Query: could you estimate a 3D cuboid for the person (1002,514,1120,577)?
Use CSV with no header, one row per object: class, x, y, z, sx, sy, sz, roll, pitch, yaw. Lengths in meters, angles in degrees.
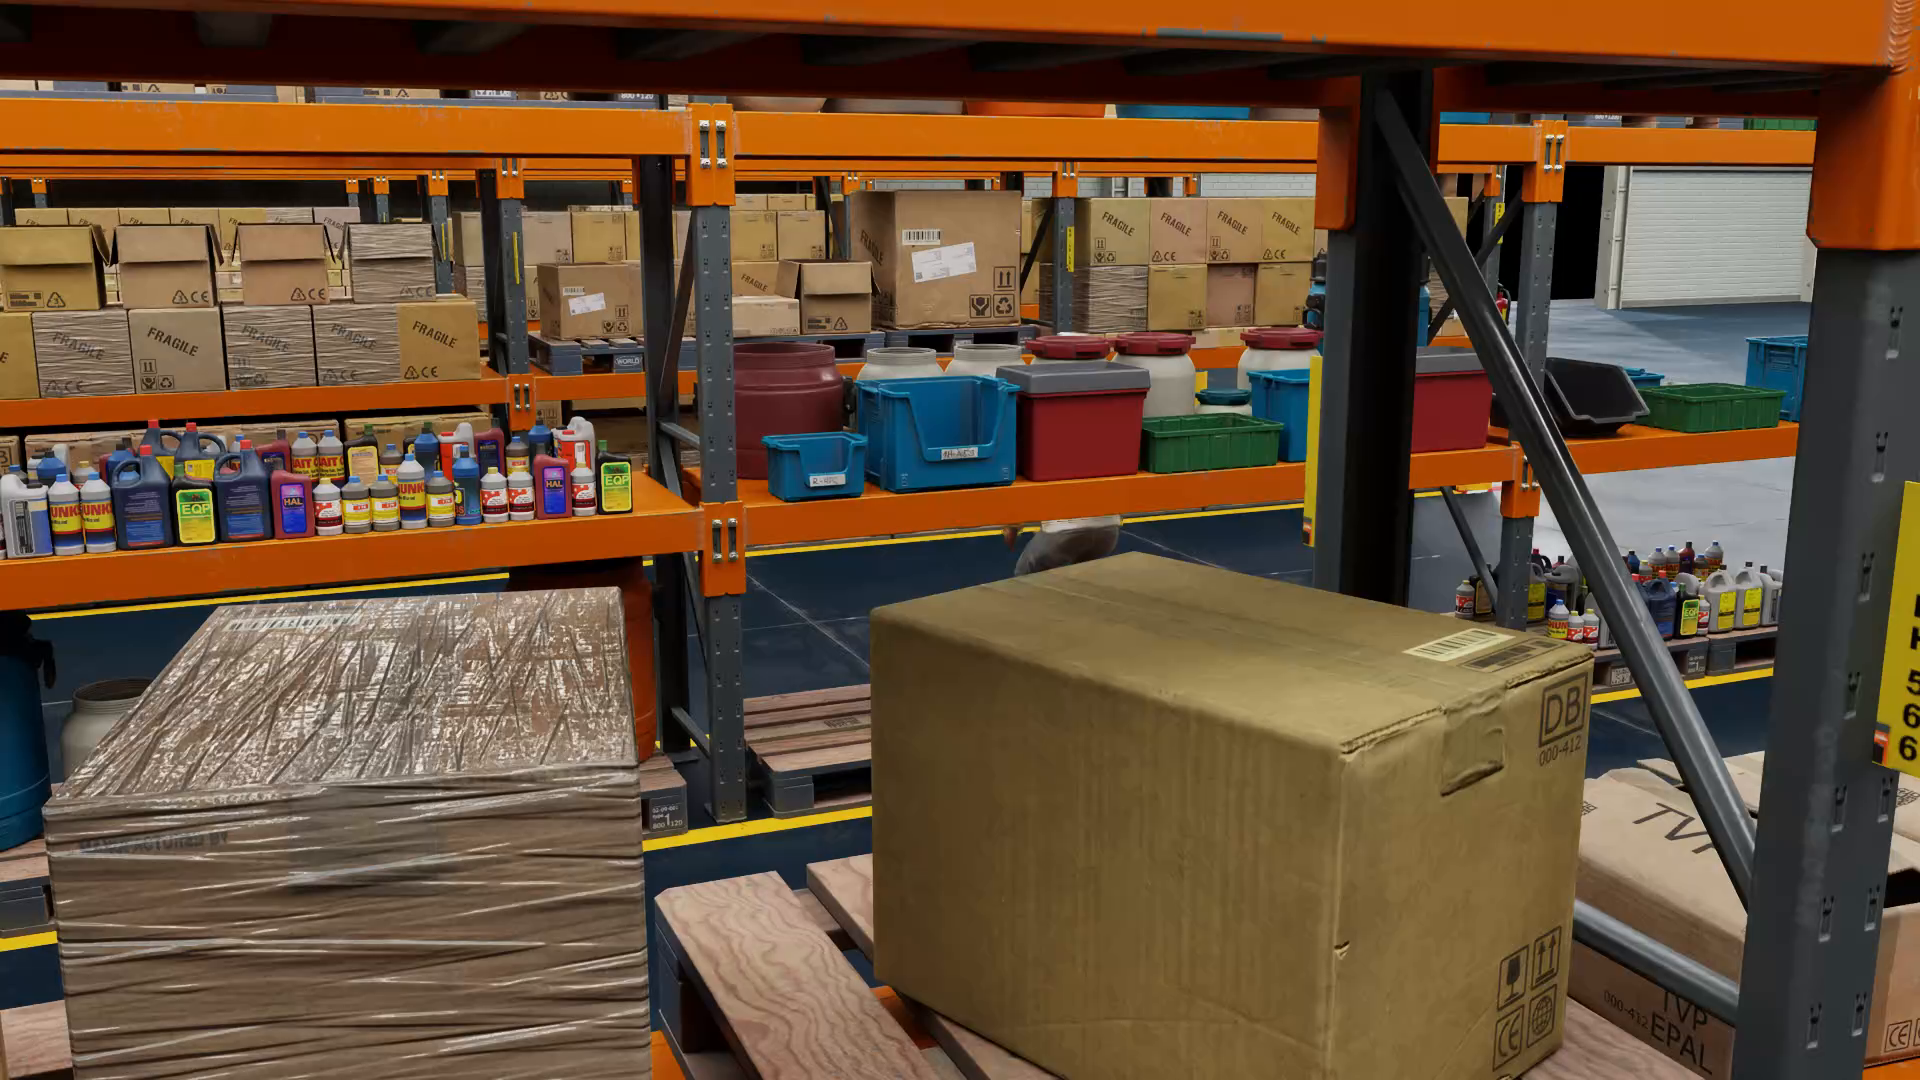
person,0.533,-0.092,9.130,0.591,1.449,0.753,-5,13,-23
